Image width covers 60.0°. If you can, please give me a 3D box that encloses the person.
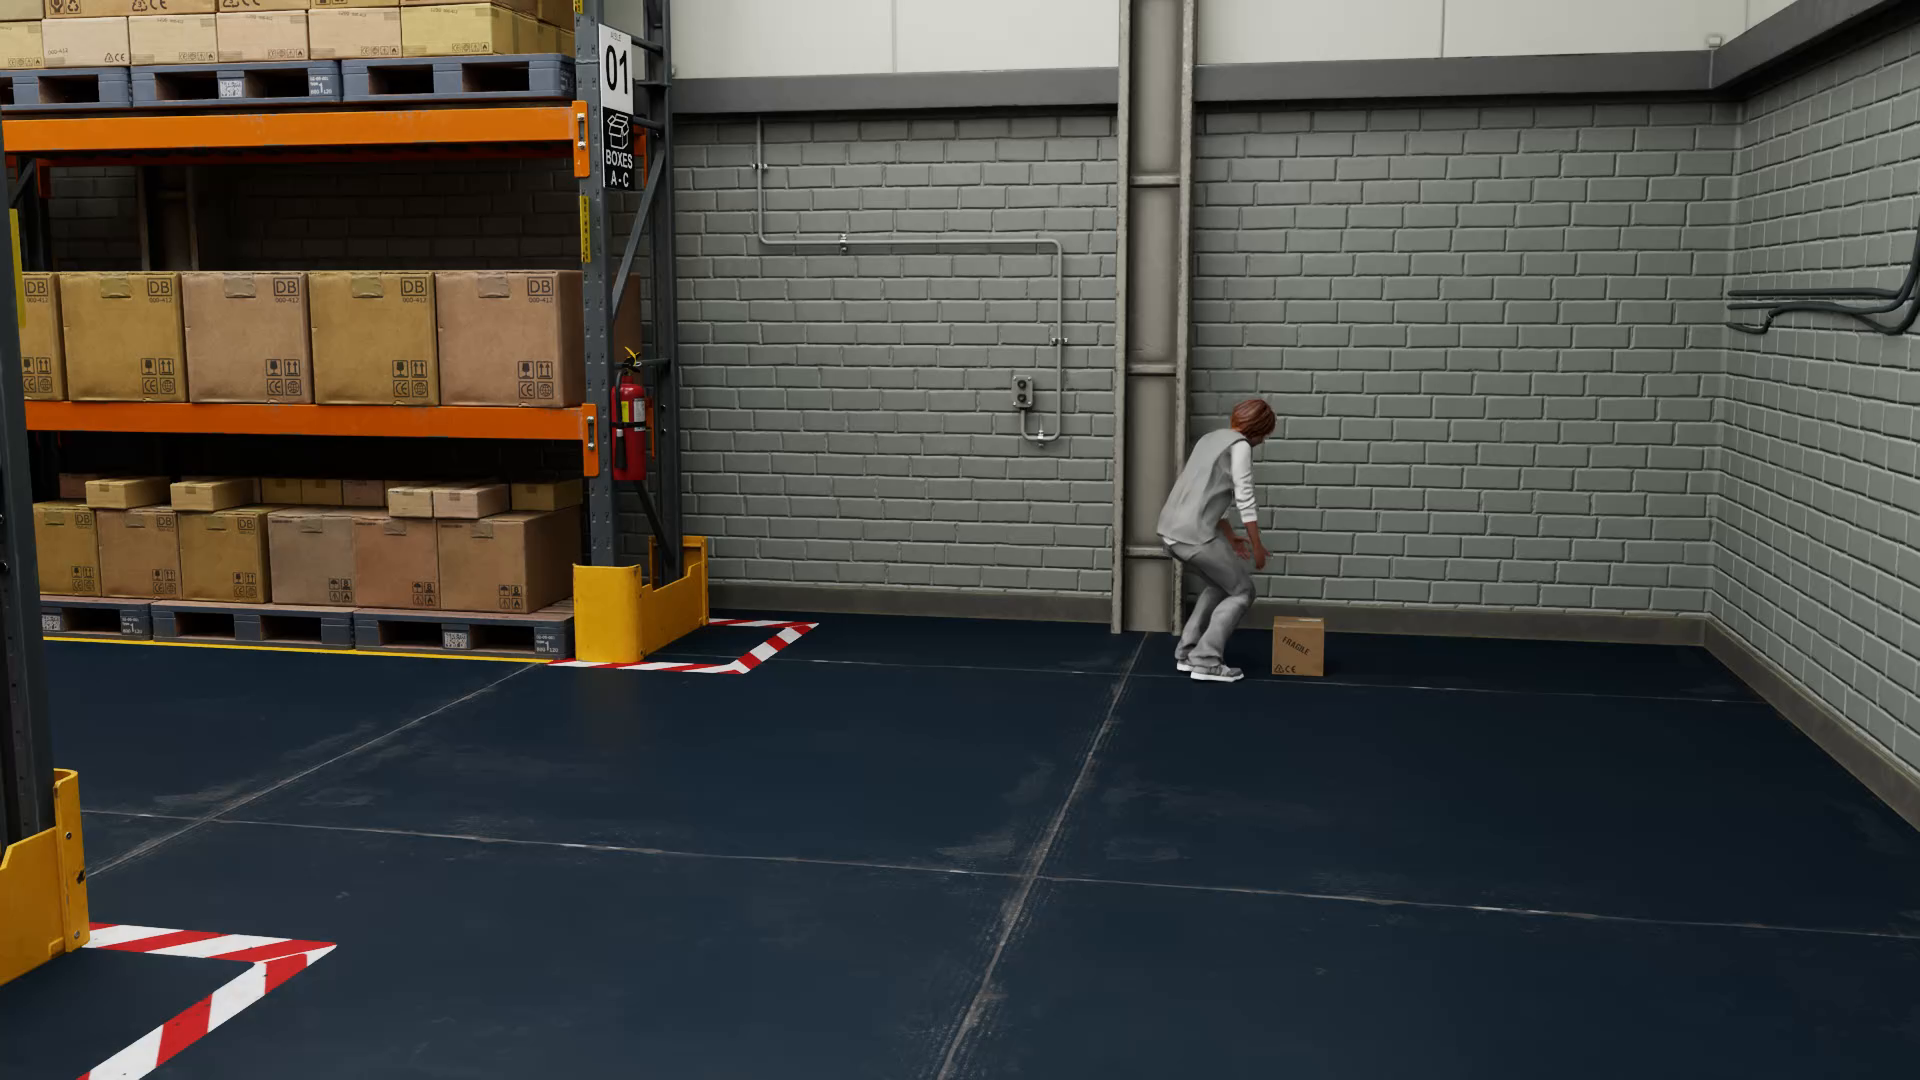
[{"bbox_3d":[1.260,-0.006,8.209,0.602,1.376,0.460,-2,8,-14],"label":"person"}]
